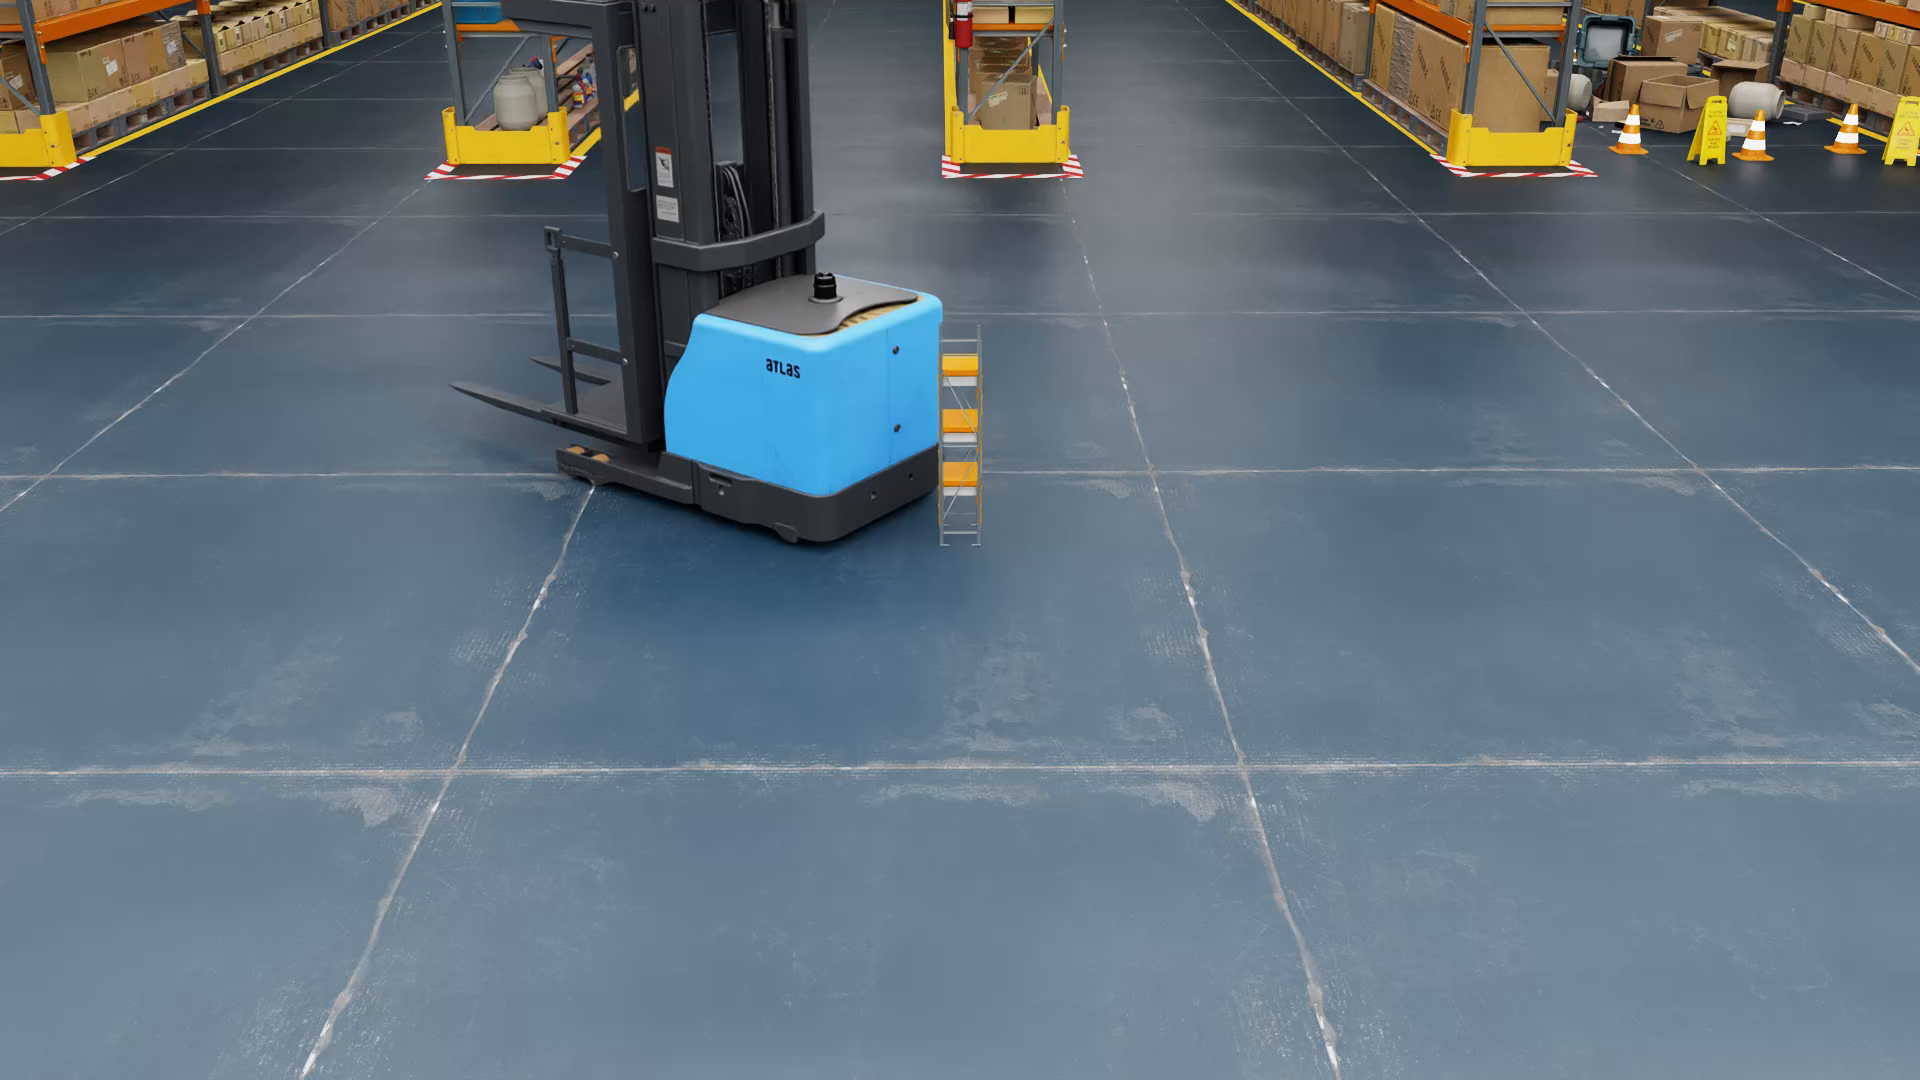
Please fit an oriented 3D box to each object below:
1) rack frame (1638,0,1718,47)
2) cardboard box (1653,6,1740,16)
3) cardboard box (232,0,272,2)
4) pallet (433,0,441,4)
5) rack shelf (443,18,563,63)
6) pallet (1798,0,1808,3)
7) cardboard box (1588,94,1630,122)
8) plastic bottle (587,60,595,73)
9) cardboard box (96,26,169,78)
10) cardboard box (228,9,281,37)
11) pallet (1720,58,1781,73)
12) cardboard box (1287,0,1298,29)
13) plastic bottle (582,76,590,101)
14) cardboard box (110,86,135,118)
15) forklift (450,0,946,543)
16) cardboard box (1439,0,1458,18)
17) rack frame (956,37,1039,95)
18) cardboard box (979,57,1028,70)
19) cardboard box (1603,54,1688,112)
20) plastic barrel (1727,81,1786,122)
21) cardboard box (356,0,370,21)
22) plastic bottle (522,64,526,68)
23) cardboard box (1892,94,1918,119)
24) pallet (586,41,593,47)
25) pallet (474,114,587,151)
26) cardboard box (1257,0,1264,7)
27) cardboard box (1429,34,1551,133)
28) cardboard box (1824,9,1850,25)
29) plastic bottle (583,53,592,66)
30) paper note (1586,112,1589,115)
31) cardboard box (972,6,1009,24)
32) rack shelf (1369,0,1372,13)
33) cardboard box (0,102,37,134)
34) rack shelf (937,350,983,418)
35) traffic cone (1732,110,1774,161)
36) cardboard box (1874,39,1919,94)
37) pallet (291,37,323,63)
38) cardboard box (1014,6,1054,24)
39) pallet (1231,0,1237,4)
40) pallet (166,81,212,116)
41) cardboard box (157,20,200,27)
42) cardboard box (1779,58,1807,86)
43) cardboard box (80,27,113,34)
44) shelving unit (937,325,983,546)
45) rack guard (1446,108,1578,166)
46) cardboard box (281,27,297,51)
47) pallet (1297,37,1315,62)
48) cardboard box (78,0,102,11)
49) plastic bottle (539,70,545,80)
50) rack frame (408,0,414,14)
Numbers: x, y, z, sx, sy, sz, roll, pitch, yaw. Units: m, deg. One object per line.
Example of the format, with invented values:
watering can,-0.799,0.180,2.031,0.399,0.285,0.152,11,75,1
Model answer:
rack frame,10.315,-8.500,23.403,1.000,3.000,0.127,0,24,-1
cardboard box,10.311,-7.261,23.343,0.950,0.372,0.625,-2,24,-4
cardboard box,-9.788,-7.389,23.094,0.500,0.311,0.500,1,24,1
pallet,-9.566,-9.577,29.169,1.003,0.211,1.213,0,24,-1
rack shelf,-4.481,-5.633,17.937,1.077,0.370,4.000,0,24,-1
pallet,15.212,-9.688,29.415,1.003,0.211,1.213,0,24,-1
cardboard box,7.271,-4.842,18.633,0.396,0.266,0.258,4,25,9
plastic bottle,-4.202,-5.302,19.014,0.144,0.351,0.185,0,24,-1
cardboard box,-9.230,-5.442,18.560,0.500,0.500,0.500,0,24,-1
cardboard box,-9.230,-6.763,21.710,0.500,0.311,0.500,0,24,1
pallet,10.349,-5.902,21.043,1.003,0.211,1.213,0,24,-1
cardboard box,5.098,-7.758,24.288,0.500,0.500,0.500,0,24,-1
plastic bottle,-4.173,-5.025,18.497,0.097,0.271,0.097,0,24,0
cardboard box,-9.210,-4.688,17.803,0.500,0.250,0.500,0,24,-1
forklift,-1.563,-1.784,8.639,3.031,2.935,1.130,17,29,32
cardboard box,5.377,-5.587,16.781,0.875,0.550,0.550,0,24,-1
rack frame,0.449,-6.807,19.661,1.000,3.000,0.127,0,24,-1
cardboard box,0.474,-4.973,18.129,0.500,0.500,0.500,2,24,4
cardboard box,7.833,-5.225,19.028,0.797,0.637,0.503,0,24,-1
plastic barrel,8.866,-4.874,18.512,0.512,0.421,0.421,19,30,35
cardboard box,-9.231,-8.085,24.986,0.500,0.500,0.500,-1,24,-1
plastic bottle,-4.903,-5.191,18.768,0.144,0.351,0.185,0,24,-1
cardboard box,10.124,-4.484,17.350,0.500,0.250,0.500,0,24,-1
pallet,-4.577,-6.843,23.124,1.003,0.211,1.213,0,24,-1
pallet,-4.511,-4.232,17.351,1.003,0.211,1.213,0,24,-1
cardboard box,5.066,-8.831,26.659,0.500,0.500,0.500,1,24,1
cardboard box,5.380,-4.642,16.942,0.875,0.875,0.875,0,24,0
cardboard box,10.044,-5.919,18.828,0.380,0.149,0.250,1,24,1
plastic bottle,-4.352,-5.513,19.481,0.144,0.351,0.185,0,24,-1
paper note,7.255,-4.880,19.012,0.172,0.023,0.155,8,26,18
cardboard box,0.284,-5.161,16.326,0.380,0.149,0.250,0,24,-1
rack shelf,5.388,-7.284,21.588,1.077,0.370,4.000,0,24,-1
cardboard box,-9.714,-4.274,16.887,0.500,0.250,0.500,0,24,-1
rack shelf,-0.001,-0.749,7.970,0.215,0.259,0.240,0,24,-1
traffic cone,8.002,-4.074,16.696,0.336,0.463,0.334,0,24,-1
cardboard box,10.124,-5.027,17.643,0.500,0.500,0.500,1,24,1
pallet,-9.530,-6.802,23.034,1.003,0.211,1.213,0,24,-1
cardboard box,0.728,-5.163,16.330,0.380,0.149,0.250,0,24,-1
pallet,5.264,-9.594,29.207,1.003,0.211,1.213,0,24,-1
pallet,-9.490,-5.166,19.415,1.003,0.211,1.213,0,24,-1
cardboard box,-9.759,-6.338,20.770,0.500,0.311,0.500,0,24,1
cardboard box,10.095,-5.546,19.699,0.500,0.250,0.500,-1,24,-3
cardboard box,-9.753,-5.440,18.554,0.500,0.500,0.500,0,24,-1
shelving unit,-0.001,-0.500,8.082,0.215,1.050,0.252,0,24,-1
rack guard,5.454,-3.991,16.467,1.175,0.500,0.348,0,24,-1
cardboard box,-9.239,-6.715,22.285,0.500,0.250,0.500,0,24,1
pallet,5.300,-6.840,23.118,1.003,0.211,1.213,0,24,-1
cardboard box,-9.415,-5.775,17.257,0.700,0.500,0.500,0,24,0
plastic bottle,-4.755,-5.168,18.807,0.152,0.276,0.135,0,24,-1
rack frame,-9.544,-10.060,26.854,1.000,3.000,0.127,0,24,-1
